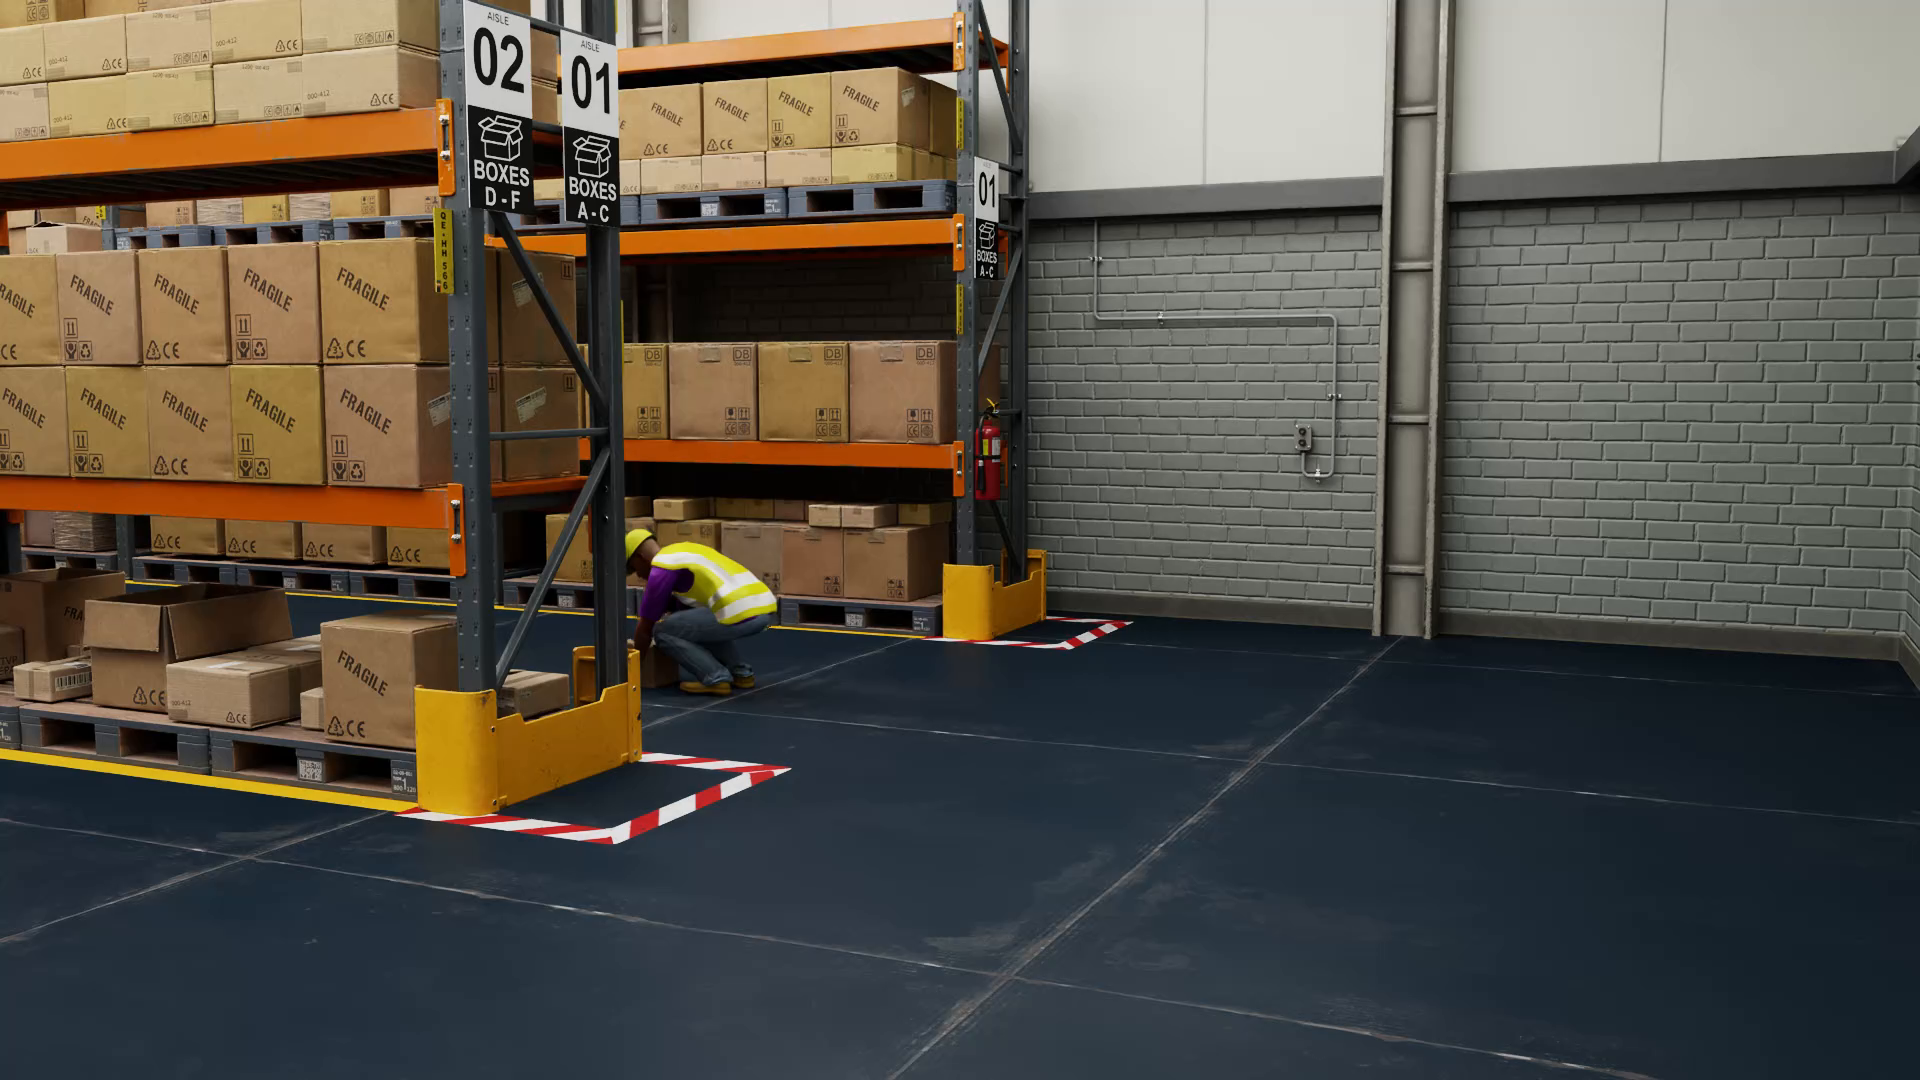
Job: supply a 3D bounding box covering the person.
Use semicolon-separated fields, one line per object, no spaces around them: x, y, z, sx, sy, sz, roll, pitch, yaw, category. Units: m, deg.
-1.495;0.397;9.336;0.897;0.902;0.565;2;6;24;person
